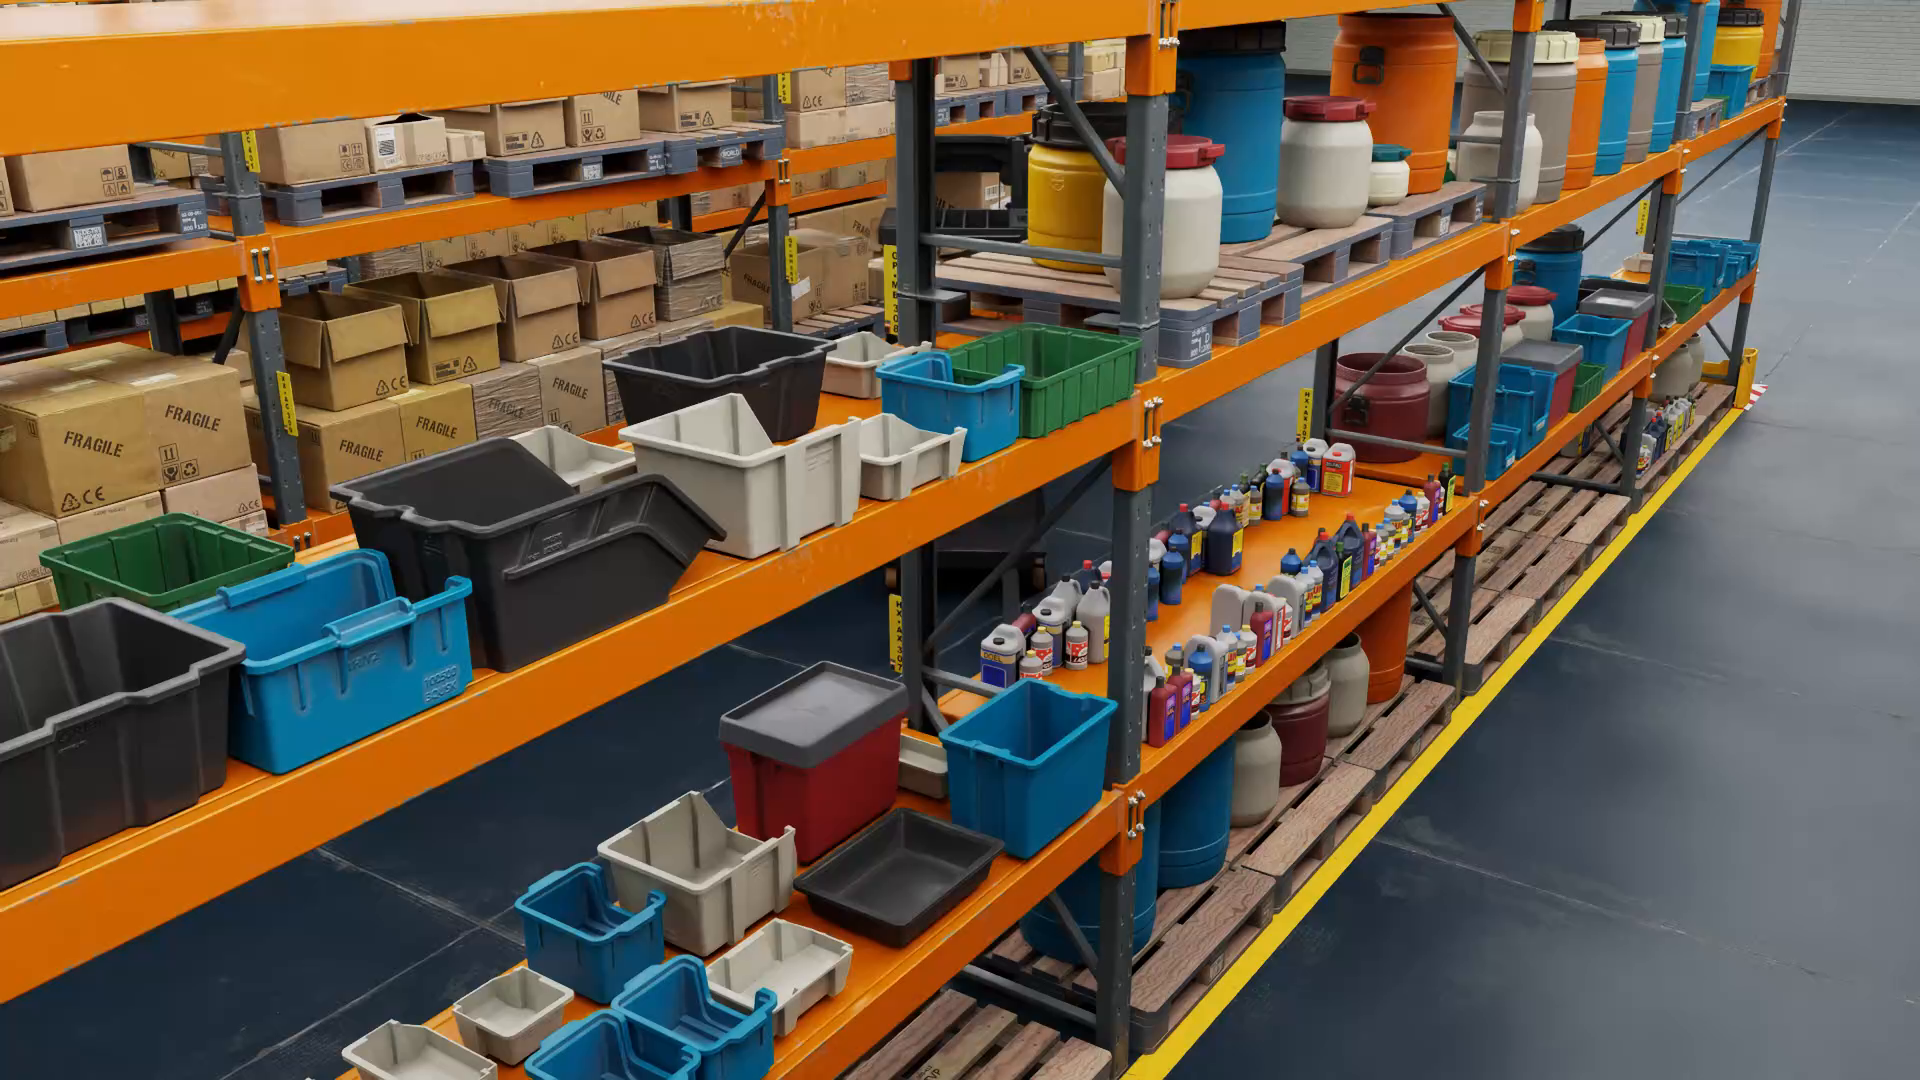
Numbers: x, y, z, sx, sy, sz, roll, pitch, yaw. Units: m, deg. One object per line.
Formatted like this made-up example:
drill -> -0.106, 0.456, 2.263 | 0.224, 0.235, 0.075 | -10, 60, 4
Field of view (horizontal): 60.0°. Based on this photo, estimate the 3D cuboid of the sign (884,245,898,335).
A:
sign -> -0.235, -0.908, 6.061 | 0.100, 0.325, 0.005 | 13, 24, 32

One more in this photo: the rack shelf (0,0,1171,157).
rack shelf -> -0.905, -1.104, 3.893 | 1.077, 0.370, 4.000 | 13, 24, 32

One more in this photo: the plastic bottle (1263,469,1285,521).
plastic bottle -> 1.660, -0.243, 8.784 | 0.097, 0.271, 0.097 | 0, 20, 0

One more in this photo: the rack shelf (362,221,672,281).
rack shelf -> -4.549, -2.736, 16.375 | 1.077, 0.370, 4.000 | 13, 24, 32

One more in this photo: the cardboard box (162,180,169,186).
cardboard box -> -8.867, -3.875, 18.175 | 0.380, 0.149, 0.250 | 15, 25, 35

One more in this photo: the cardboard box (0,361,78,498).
cardboard box -> -4.641, -0.549, 8.132 | 0.500, 0.500, 0.500 | 13, 24, 32

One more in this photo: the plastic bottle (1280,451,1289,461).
plastic bottle -> 1.735, -0.336, 9.018 | 0.061, 0.283, 0.133 | 13, 24, 32

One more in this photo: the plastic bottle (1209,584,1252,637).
plastic bottle -> 1.189, 0.315, 7.269 | 0.152, 0.276, 0.135 | 13, 24, 32

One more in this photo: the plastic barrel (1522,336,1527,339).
plastic barrel -> 3.846, -1.270, 11.575 | 0.301, 0.262, 0.301 | 0, 20, 0

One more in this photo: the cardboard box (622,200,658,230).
cardboard box -> -3.497, -3.492, 17.238 | 0.500, 0.500, 0.500 | 13, 24, 32

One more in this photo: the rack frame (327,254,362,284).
rack frame -> -5.674, -2.500, 14.699 | 1.000, 3.000, 0.127 | 13, 24, 32

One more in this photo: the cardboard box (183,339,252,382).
cardboard box -> -6.116, -1.481, 13.863 | 0.500, 0.250, 0.500 | 14, 24, 33

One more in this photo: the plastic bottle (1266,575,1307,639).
plastic bottle -> 1.445, 0.278, 7.369 | 0.152, 0.276, 0.135 | 13, 24, 32

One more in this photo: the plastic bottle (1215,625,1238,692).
plastic bottle -> 1.088, 0.479, 6.831 | 0.097, 0.271, 0.097 | 0, 20, 0

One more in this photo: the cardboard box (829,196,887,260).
cardboard box -> -1.503, -3.788, 20.639 | 0.875, 0.875, 0.875 | 13, 24, 32

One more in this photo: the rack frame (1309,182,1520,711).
rack frame -> 2.468, -0.537, 9.394 | 1.000, 3.000, 0.127 | 13, 24, 32

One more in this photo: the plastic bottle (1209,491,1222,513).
plastic bottle -> 1.270, -0.099, 8.377 | 0.061, 0.283, 0.133 | 13, 24, 32

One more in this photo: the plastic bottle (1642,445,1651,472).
plastic bottle -> 5.372, -0.643, 13.079 | 0.097, 0.201, 0.097 | 0, 20, 0

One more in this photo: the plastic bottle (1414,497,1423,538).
plastic bottle -> 2.329, -0.121, 8.555 | 0.097, 0.201, 0.097 | 0, 20, 0

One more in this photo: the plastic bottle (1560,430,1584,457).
plastic bottle -> 4.959, -0.862, 13.455 | 0.144, 0.351, 0.185 | 13, 24, 32

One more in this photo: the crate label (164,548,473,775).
crate label -> -1.243, 0.219, 3.239 | 0.408, 0.251, 0.502 | 13, 24, 32

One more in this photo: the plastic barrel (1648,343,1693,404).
plastic barrel -> 6.376, -1.515, 15.018 | 0.421, 0.512, 0.421 | 0, 20, 0

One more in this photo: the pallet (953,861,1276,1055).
pallet -> 0.688, 1.705, 7.351 | 1.003, 0.211, 1.213 | 13, 24, 32

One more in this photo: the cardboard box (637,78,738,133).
cardboard box -> -1.912, -2.966, 10.883 | 0.797, 0.503, 0.637 | 15, 25, 35

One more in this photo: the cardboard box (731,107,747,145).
cardboard box -> -1.564, -3.024, 12.009 | 0.500, 0.250, 0.500 | 13, 24, 32

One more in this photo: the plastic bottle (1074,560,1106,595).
plastic bottle -> 0.569, 0.253, 7.328 | 0.144, 0.351, 0.185 | 13, 24, 32

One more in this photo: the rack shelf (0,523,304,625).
rack shelf -> -5.001, 0.556, 7.476 | 1.077, 0.370, 4.000 | 13, 24, 32

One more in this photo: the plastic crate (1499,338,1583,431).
plastic crate -> 3.629, -0.971, 10.475 | 0.402, 0.464, 0.583 | 13, 24, 32

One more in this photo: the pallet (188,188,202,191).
pallet -> -8.745, -3.922, 18.820 | 1.003, 0.211, 1.213 | 13, 24, 32

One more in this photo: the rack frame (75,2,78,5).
rack frame -> -11.683, -8.364, 21.906 | 1.000, 3.000, 0.127 | 13, 24, 32

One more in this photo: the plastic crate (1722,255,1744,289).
plastic crate -> 6.561, -2.376, 14.578 | 0.499, 0.251, 0.408 | 13, 24, 32

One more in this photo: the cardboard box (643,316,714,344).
cardboard box -> -1.986, -1.218, 11.091 | 0.500, 0.500, 0.500 | 13, 24, 31

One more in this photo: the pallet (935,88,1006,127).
pallet -> -0.395, -3.515, 13.391 | 1.213, 0.211, 1.003 | 13, 24, 32

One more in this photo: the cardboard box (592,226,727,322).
cardboard box -> -2.053, -1.814, 11.255 | 0.797, 0.503, 0.637 | 14, 25, 34

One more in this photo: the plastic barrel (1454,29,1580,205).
plastic barrel -> 3.109, -2.373, 9.309 | 0.600, 0.901, 0.600 | 0, 20, 0

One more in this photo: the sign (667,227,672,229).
sign -> -2.083, -2.112, 12.097 | 0.100, 0.325, 0.005 | 13, 24, 32

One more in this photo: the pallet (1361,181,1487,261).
pallet -> 1.957, -1.655, 8.364 | 1.003, 0.211, 1.213 | 13, 24, 32

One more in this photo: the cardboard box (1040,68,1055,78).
cardboard box -> 0.661, -4.169, 15.105 | 0.500, 0.250, 0.500 | 14, 25, 34

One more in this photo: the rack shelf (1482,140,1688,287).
rack shelf -> 3.592, -2.181, 10.550 | 1.077, 0.370, 4.000 | 13, 24, 32

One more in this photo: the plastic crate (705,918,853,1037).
plastic crate -> -0.511, 1.264, 4.817 | 0.293, 0.136, 0.466 | 13, 24, 32

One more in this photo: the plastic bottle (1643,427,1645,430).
plastic bottle -> 5.495, -0.828, 13.477 | 0.097, 0.271, 0.097 | 0, 20, 0

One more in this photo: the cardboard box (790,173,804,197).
cardboard box -> -2.321, -4.292, 19.327 | 0.875, 0.550, 0.500 | 13, 24, 32

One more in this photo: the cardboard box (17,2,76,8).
cardboard box -> -11.888, -6.904, 21.662 | 0.500, 0.311, 0.500 | 12, 24, 30

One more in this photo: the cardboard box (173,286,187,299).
cardboard box -> -6.296, -1.980, 13.052 | 0.380, 0.149, 0.250 | 14, 25, 33

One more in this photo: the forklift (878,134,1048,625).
forklift -> 0.038, -1.133, 11.102 | 1.130, 2.935, 3.031 | 0, 20, 1

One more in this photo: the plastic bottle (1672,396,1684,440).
plastic bottle -> 5.963, -1.029, 13.907 | 0.144, 0.351, 0.185 | 14, 25, 34

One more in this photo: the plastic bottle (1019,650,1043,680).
plastic bottle -> 0.287, 0.546, 6.750 | 0.097, 0.201, 0.097 | 0, 20, 0

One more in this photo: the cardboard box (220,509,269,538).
cardboard box -> -3.777, -0.086, 8.537 | 0.380, 0.149, 0.250 | 13, 24, 32

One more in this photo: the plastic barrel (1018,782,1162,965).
plastic barrel -> 0.539, 1.245, 6.995 | 0.600, 0.901, 0.708 | 13, 24, 32

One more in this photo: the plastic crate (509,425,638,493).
plastic crate -> -1.073, -0.166, 4.447 | 0.437, 0.136, 0.530 | 13, 24, 32

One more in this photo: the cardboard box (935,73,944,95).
cardboard box -> -0.351, -3.588, 13.048 | 0.380, 0.166, 0.250 | 12, 24, 30

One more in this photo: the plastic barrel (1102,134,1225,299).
plastic barrel -> 0.723, -1.159, 5.950 | 0.433, 0.535, 0.433 | 0, 20, 0

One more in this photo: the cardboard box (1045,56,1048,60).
cardboard box -> 0.564, -4.324, 14.949 | 0.380, 0.149, 0.250 | 14, 25, 33

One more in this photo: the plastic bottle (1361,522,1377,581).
plastic bottle -> 1.951, 0.045, 7.989 | 0.061, 0.283, 0.133 | 13, 24, 32
